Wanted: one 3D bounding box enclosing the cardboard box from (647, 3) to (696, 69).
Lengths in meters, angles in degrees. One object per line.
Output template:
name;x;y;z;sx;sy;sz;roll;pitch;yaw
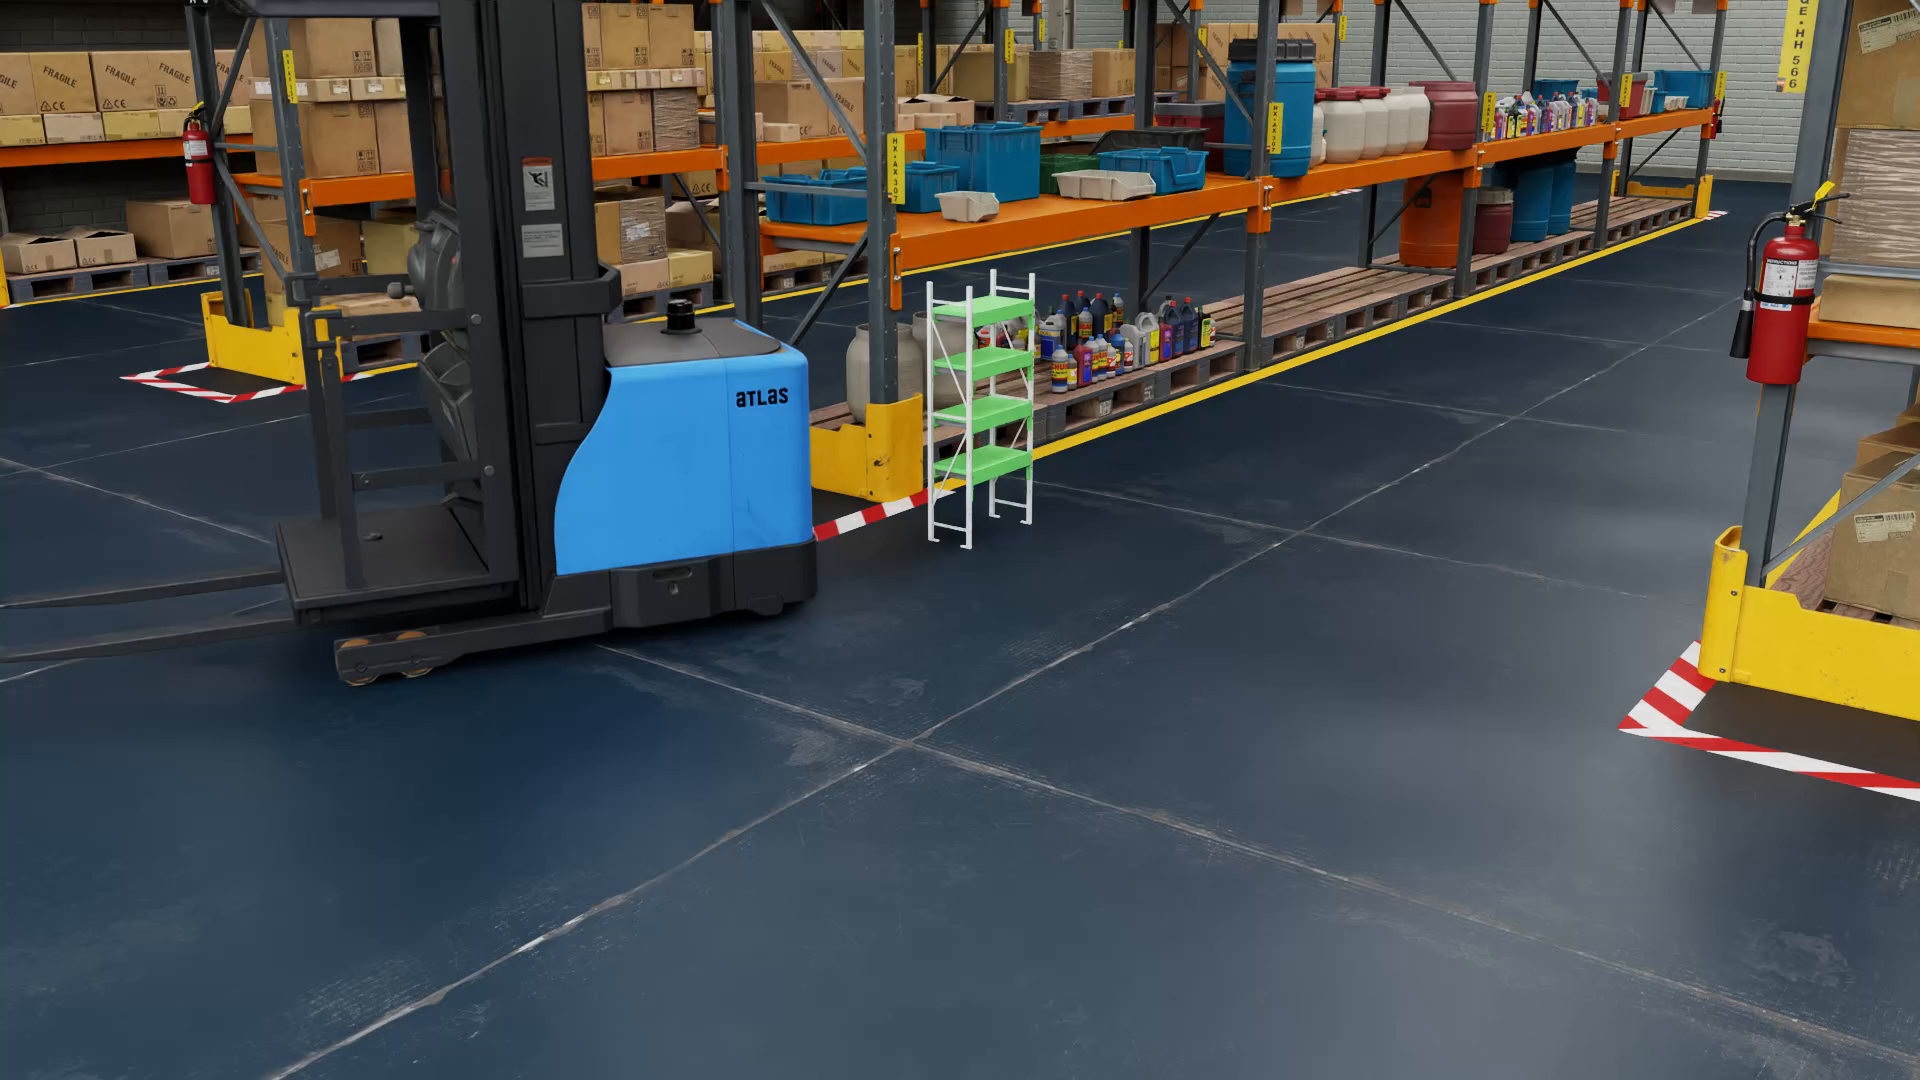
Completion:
cardboard box;-2.595;-4.119;13.595;0.700;0.500;0.500;13;21;35

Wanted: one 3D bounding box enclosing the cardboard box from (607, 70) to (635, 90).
cardboard box;-2.784;-3.630;13.112;0.380;0.149;0.250;12;21;35

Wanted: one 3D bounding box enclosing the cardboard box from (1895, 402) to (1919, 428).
cardboard box;4.337;-0.301;7.163;0.500;0.500;0.500;15;23;40

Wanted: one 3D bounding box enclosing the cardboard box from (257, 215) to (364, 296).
cardboard box;-4.638;-2.032;11.893;0.500;0.500;0.500;12;21;35

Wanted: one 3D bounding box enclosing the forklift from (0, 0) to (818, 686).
forklift;-2.141;-1.049;6.181;3.031;2.935;1.130;-8;19;-24

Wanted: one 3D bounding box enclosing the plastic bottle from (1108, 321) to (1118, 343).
plastic bottle;0.996;-1.249;10.547;0.061;0.283;0.133;12;21;35

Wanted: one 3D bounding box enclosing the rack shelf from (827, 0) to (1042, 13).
rack shelf;-0.357;-7.904;24.293;1.077;0.370;4.000;12;21;35

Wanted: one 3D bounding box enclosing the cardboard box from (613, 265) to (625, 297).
cardboard box;-3.028;-2.058;13.242;0.500;0.250;0.500;12;21;35

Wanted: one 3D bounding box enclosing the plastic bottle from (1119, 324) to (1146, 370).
plastic bottle;1.082;-1.227;10.488;0.152;0.276;0.135;13;21;36

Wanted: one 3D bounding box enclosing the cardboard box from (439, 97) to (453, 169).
cardboard box;-3.821;-3.006;12.197;0.700;0.500;0.500;13;21;35

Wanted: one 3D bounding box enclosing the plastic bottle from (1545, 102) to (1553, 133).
plastic bottle;5.594;-4.024;15.840;0.061;0.283;0.133;12;21;35

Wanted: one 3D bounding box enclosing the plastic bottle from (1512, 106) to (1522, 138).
plastic bottle;5.071;-3.815;15.166;0.061;0.283;0.133;12;21;35

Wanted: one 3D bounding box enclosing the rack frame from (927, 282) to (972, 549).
rack frame;-0.047;-0.554;7.506;0.240;1.200;0.015;12;21;35

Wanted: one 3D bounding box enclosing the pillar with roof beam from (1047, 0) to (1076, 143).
pillar with roof beam;5.206;-10.192;25.389;9.100;9.000;0.400;12;21;35

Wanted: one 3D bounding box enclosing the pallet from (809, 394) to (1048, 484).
pallet;-0.247;-0.617;9.375;1.003;0.211;1.213;12;21;35

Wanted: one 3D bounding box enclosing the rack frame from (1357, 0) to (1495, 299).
rack frame;4.024;-3.635;14.392;1.000;3.000;0.127;12;21;35

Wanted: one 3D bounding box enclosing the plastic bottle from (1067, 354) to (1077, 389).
plastic bottle;0.650;-1.005;9.899;0.097;0.201;0.097;0;17;0

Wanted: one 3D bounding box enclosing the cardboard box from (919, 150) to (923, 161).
cardboard box;-0.719;-5.625;24.305;0.700;0.500;0.500;12;21;34

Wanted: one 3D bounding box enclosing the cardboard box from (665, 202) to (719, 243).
cardboard box;-2.324;-2.861;14.882;0.500;0.311;0.500;12;21;35

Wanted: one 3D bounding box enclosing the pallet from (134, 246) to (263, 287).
pallet;-7.414;-2.644;15.900;1.003;0.211;1.213;12;21;35

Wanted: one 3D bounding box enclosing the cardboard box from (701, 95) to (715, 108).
cardboard box;-3.167;-5.420;20.529;0.380;0.149;0.250;13;22;36

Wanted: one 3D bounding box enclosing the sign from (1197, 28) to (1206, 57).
sign;2.879;-5.920;19.797;0.100;0.325;0.005;12;21;35

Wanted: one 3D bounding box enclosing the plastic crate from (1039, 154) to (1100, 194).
plastic crate;0.605;-2.308;10.475;0.450;0.188;0.662;12;21;35

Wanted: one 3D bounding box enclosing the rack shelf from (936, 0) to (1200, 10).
rack shelf;1.240;-6.077;18.410;1.077;0.370;4.000;12;21;35

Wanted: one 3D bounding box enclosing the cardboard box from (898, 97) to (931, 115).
cardboard box;-0.640;-4.290;16.651;0.500;0.311;0.500;12;21;34

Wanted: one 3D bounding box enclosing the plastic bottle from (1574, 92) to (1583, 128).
plastic bottle;6.122;-4.288;16.576;0.144;0.351;0.185;12;21;35

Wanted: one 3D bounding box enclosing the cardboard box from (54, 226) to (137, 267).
cardboard box;-7.875;-2.691;15.144;0.500;0.311;0.500;15;22;39

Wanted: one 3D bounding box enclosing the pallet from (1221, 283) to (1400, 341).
pallet;2.804;-1.837;13.302;1.003;0.211;1.213;12;21;35

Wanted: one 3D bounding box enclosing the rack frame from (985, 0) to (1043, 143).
rack frame;0.834;-7.291;26.166;1.000;3.000;0.127;12;21;35

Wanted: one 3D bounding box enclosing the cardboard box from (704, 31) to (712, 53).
cardboard box;-3.135;-6.134;20.471;0.500;0.250;0.500;12;21;34

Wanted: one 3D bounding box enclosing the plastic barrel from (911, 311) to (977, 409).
plastic barrel;-0.113;-1.032;9.496;0.421;0.512;0.421;0;17;0

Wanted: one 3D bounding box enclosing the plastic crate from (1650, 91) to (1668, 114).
plastic crate;7.773;-4.955;18.823;0.416;0.233;0.300;12;21;35

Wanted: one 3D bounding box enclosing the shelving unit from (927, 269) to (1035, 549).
shelving unit;0.099;-0.612;7.693;0.258;1.200;0.503;12;21;35

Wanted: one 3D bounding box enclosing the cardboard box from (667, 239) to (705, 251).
cardboard box;-2.321;-2.596;14.974;0.500;0.250;0.500;12;21;34

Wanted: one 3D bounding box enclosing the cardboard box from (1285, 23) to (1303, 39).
cardboard box;4.165;-6.543;21.900;0.500;0.500;0.500;13;22;36

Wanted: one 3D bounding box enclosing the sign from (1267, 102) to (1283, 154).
sign;2.076;-2.715;10.962;0.100;0.325;0.005;12;21;35

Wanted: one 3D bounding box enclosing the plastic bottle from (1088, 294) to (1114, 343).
plastic bottle;0.942;-1.483;11.187;0.144;0.351;0.185;12;21;35

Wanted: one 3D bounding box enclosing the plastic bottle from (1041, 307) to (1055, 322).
plastic bottle;0.582;-1.400;11.031;0.061;0.283;0.133;14;22;37

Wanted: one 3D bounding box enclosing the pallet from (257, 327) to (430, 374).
pallet;-4.297;-1.464;12.102;1.003;0.211;1.213;12;21;35

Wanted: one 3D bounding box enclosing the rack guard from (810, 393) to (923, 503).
rack guard;-0.735;-0.563;8.712;1.175;0.500;0.348;12;21;35

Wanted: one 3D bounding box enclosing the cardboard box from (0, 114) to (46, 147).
cardboard box;-8.153;-3.479;14.107;0.500;0.250;0.500;12;21;33

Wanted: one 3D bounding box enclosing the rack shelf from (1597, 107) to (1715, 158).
rack shelf;7.599;-4.721;19.101;1.077;0.370;4.000;12;21;35

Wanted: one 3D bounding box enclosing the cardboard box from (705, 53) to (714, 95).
cardboard box;-3.118;-5.779;20.591;0.500;0.500;0.500;13;22;36

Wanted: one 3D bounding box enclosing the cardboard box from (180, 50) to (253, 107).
cardboard box;-6.951;-4.324;15.565;0.500;0.500;0.500;12;21;33

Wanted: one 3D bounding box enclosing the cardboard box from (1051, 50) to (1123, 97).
cardboard box;1.428;-5.281;18.814;0.700;0.500;0.500;7;19;21

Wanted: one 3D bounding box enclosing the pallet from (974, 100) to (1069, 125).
pallet;0.396;-4.594;17.802;1.213;0.211;1.003;12;21;35

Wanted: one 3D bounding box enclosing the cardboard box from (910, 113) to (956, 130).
cardboard box;-0.266;-4.128;16.404;0.380;0.149;0.250;12;21;35

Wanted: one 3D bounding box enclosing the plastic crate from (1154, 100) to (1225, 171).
plastic crate;1.683;-2.883;11.860;0.402;0.464;0.583;12;21;35

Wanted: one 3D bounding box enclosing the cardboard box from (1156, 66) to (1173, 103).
cardboard box;2.523;-5.676;20.796;0.500;0.500;0.500;13;21;36

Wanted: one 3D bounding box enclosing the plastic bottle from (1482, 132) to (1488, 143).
plastic bottle;4.541;-3.622;14.559;0.152;0.276;0.135;12;21;35

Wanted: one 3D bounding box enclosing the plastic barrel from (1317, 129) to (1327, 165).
plastic barrel;2.552;-2.905;12.273;0.301;0.262;0.301;0;17;0

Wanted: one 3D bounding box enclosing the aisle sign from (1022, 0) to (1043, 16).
aisle sign;1.118;-8.497;25.664;0.394;0.787;0.004;12;21;35
